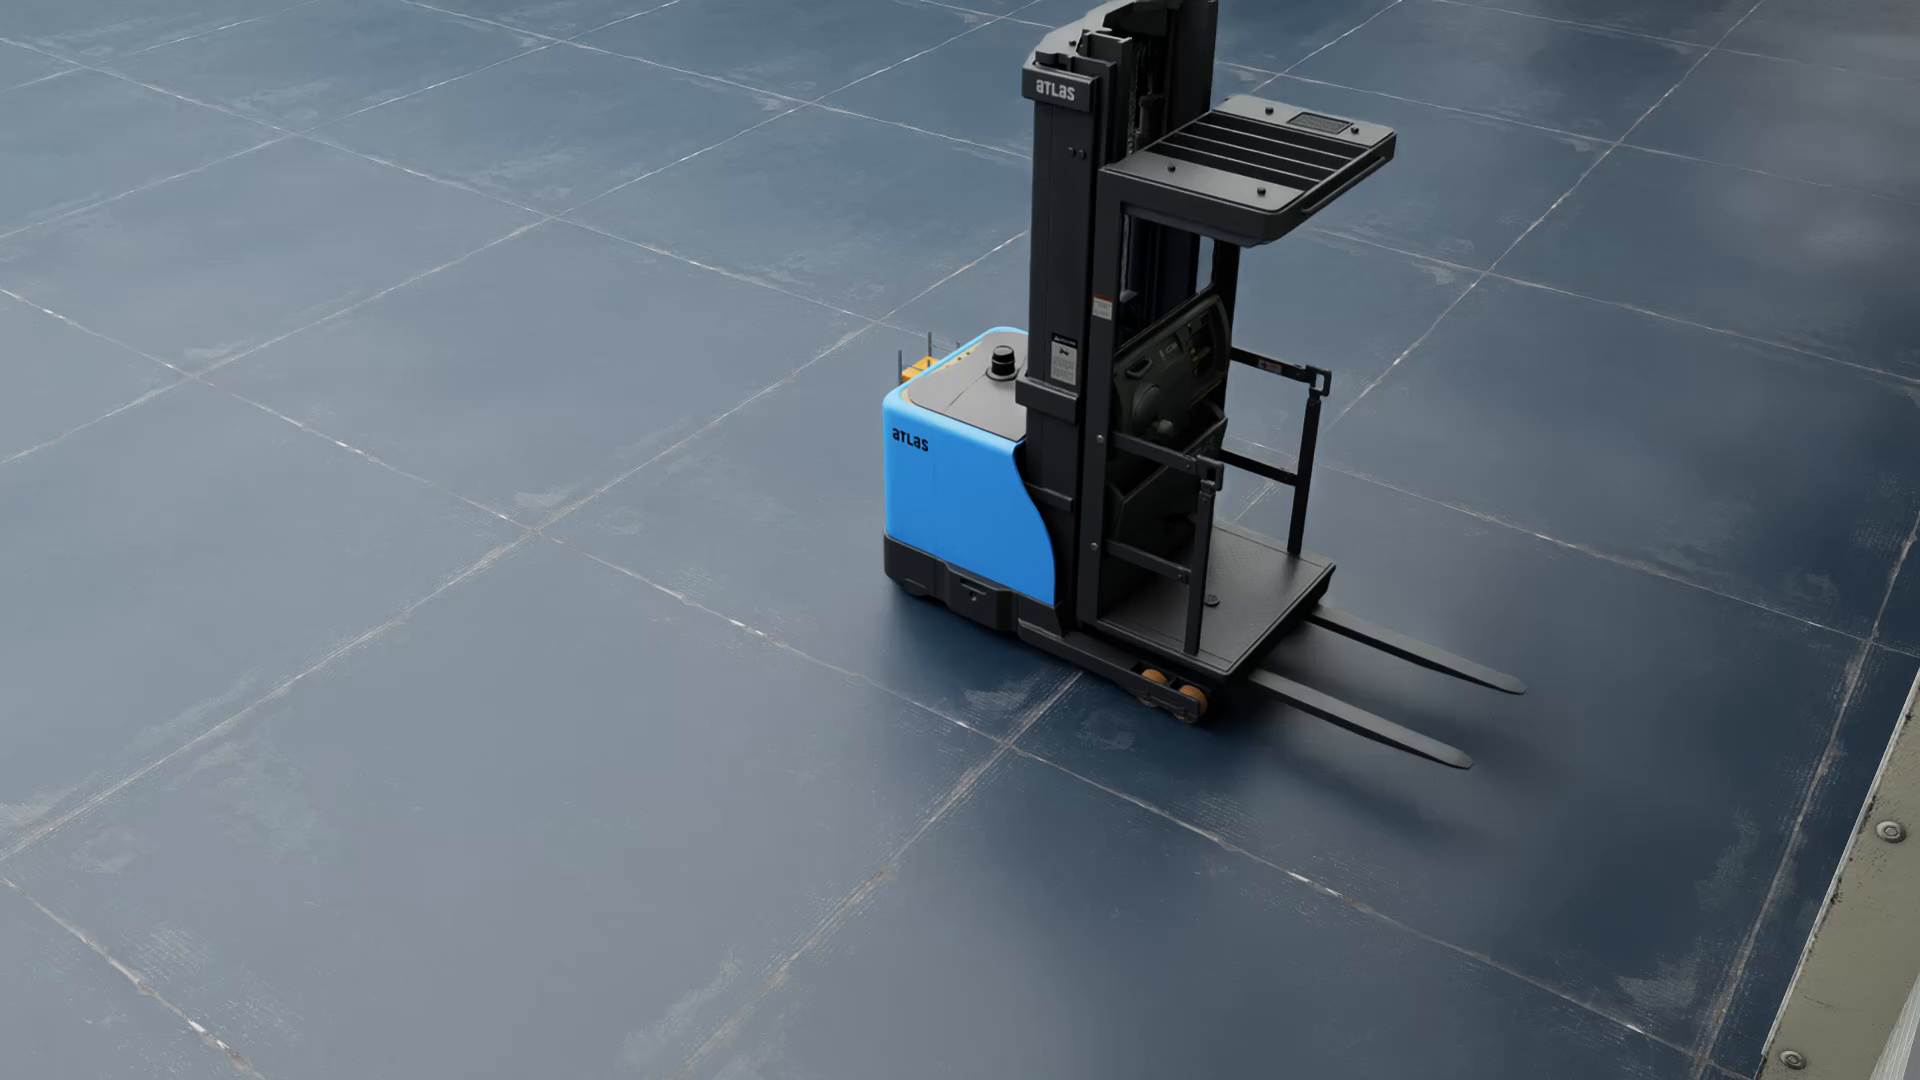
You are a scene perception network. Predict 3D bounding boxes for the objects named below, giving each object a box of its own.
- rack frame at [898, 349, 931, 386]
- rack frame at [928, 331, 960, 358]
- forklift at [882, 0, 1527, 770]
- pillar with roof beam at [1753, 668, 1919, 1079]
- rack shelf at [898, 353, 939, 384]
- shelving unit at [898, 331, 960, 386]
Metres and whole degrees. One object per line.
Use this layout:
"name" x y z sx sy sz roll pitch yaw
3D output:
"rack frame" -0.227 -0.482 8.526 0.200 1.050 0.008 22 40 29
"rack frame" -0.082 -0.592 8.689 0.200 1.050 0.008 22 40 29
"forklift" 1.104 -0.727 7.208 3.031 2.935 1.130 22 40 29
"pillar with roof beam" -0.599 -3.131 5.346 9.100 9.000 0.400 21 39 28
"rack shelf" -0.155 -0.764 8.454 0.215 0.259 0.240 22 40 29
"shelving unit" -0.155 -0.537 8.607 0.215 1.050 0.252 22 40 29
